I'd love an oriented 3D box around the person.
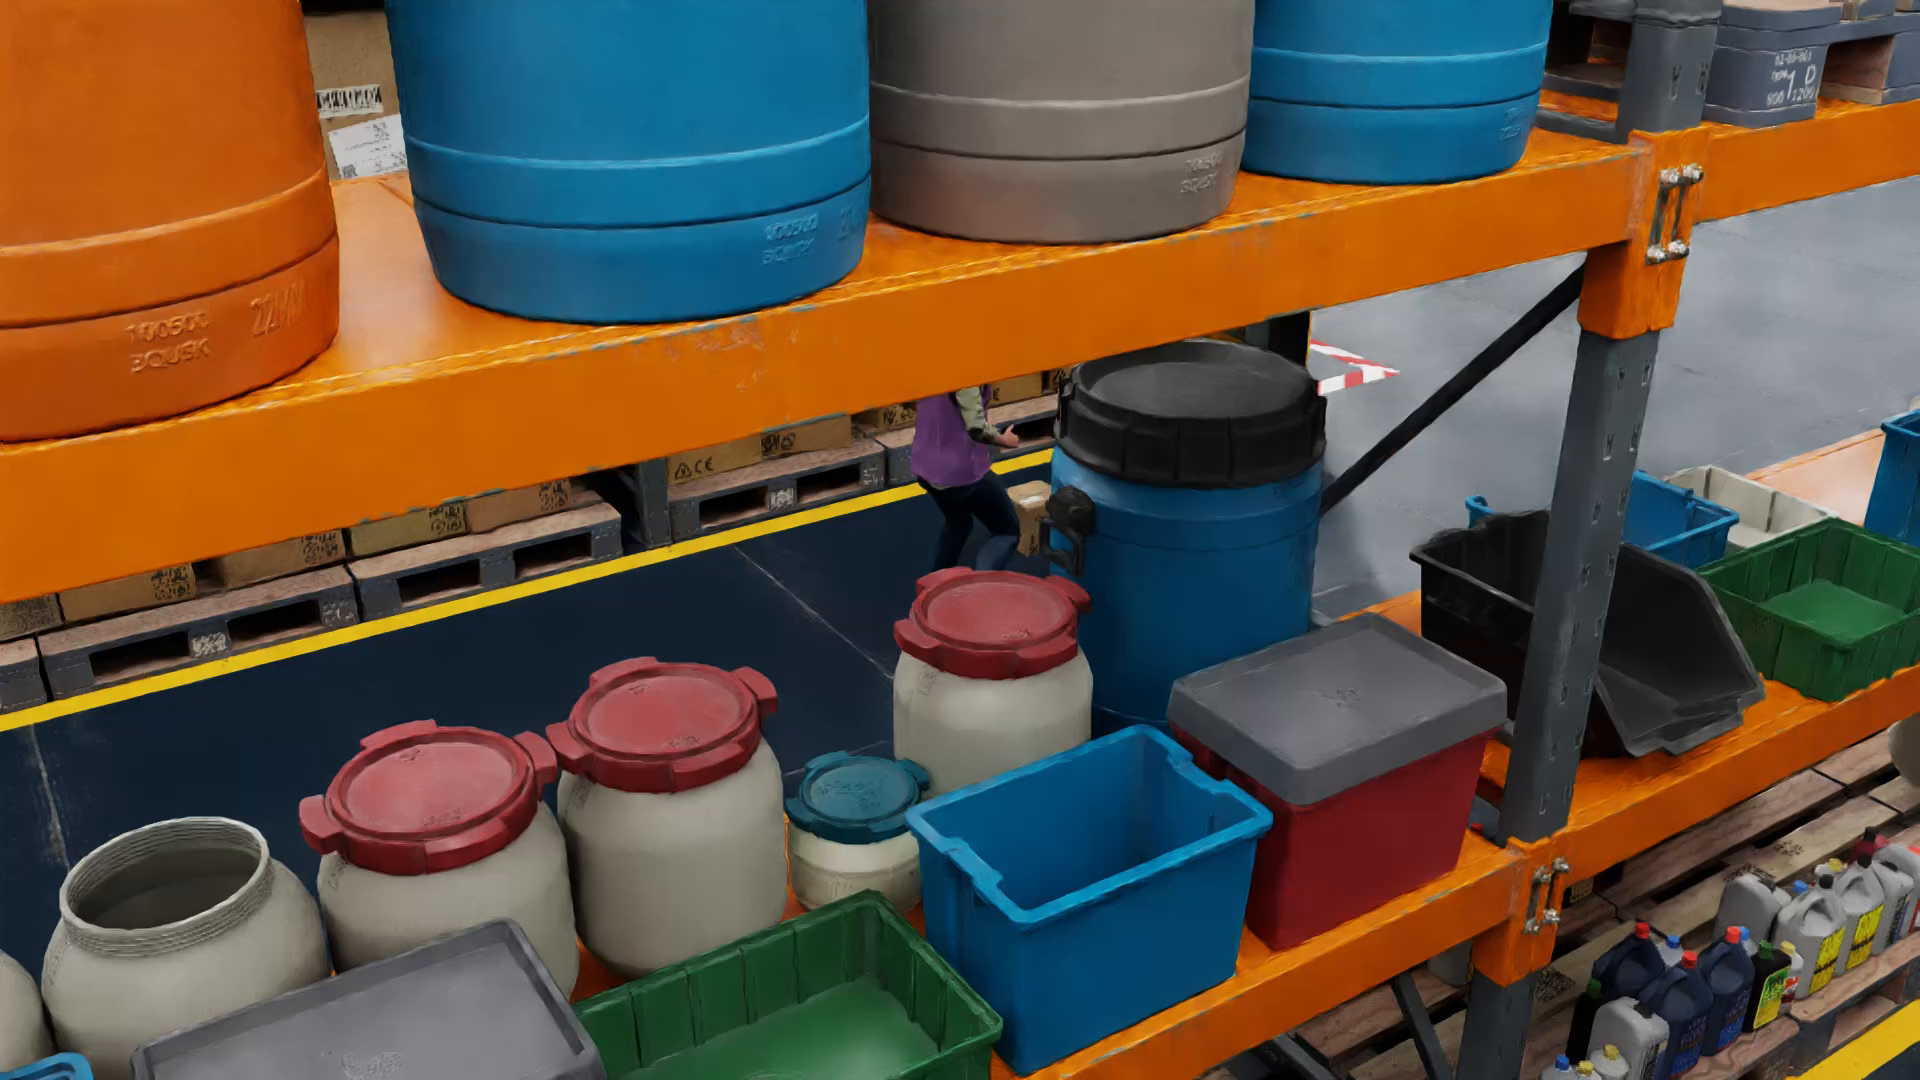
[{"bbox_3d":[-0.023,-0.291,6.770,0.450,1.566,0.665,-21,33,-37],"label":"person"}]
